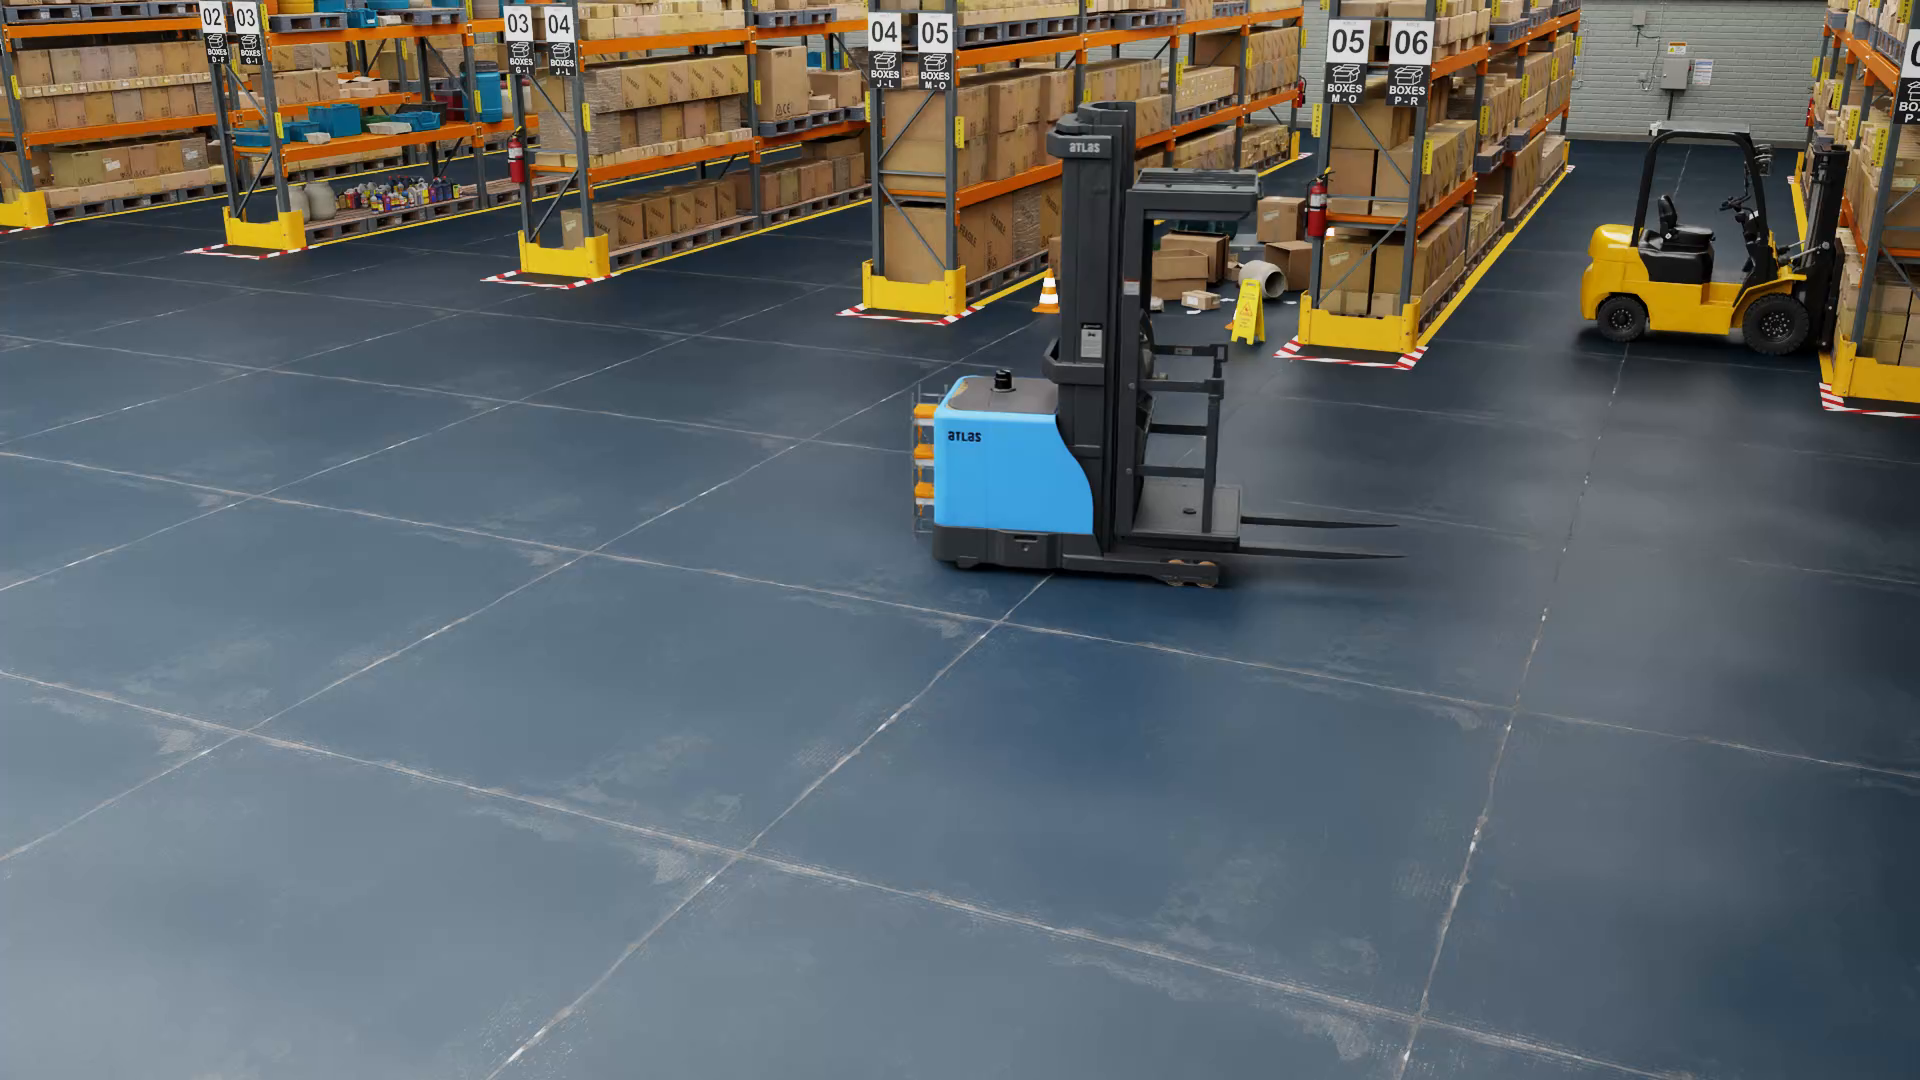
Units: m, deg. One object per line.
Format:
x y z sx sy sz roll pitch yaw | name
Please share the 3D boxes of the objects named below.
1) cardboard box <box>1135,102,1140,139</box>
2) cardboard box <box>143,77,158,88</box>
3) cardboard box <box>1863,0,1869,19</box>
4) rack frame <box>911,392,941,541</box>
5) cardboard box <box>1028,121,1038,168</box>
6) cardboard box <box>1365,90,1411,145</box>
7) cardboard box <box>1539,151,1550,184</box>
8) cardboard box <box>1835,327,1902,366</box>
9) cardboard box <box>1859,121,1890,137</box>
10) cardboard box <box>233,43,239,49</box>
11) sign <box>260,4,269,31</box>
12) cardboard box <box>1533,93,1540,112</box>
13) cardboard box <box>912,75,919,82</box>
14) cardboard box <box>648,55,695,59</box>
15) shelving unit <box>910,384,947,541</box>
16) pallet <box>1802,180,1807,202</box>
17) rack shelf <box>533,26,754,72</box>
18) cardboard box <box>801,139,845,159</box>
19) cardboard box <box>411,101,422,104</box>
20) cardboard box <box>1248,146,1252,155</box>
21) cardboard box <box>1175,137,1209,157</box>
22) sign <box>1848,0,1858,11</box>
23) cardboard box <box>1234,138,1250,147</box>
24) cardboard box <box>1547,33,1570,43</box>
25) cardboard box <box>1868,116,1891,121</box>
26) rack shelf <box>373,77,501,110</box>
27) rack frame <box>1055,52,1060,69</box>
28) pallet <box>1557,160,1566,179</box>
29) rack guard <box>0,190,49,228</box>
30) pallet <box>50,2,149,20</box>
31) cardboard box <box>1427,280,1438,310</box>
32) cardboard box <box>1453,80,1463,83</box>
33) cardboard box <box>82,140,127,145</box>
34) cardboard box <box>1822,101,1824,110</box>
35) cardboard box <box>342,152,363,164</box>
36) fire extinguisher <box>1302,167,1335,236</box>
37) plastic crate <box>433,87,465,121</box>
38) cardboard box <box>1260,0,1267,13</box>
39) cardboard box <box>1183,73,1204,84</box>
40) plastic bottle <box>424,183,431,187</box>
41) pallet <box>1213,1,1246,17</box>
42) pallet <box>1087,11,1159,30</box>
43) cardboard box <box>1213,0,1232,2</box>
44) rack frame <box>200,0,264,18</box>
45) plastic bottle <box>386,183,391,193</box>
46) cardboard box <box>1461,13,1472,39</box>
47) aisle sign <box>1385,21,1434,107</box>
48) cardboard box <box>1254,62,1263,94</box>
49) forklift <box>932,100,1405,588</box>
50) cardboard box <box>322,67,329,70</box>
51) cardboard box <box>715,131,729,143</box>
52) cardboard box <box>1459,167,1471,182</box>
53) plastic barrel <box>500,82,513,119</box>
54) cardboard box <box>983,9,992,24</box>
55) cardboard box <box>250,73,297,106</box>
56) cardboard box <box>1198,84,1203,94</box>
2.211 -5.898 23.427 0.500 0.500 0.500 9 21 24 | cardboard box
-12.828 -7.189 26.090 0.380 0.149 0.250 9 22 24 | cardboard box
10.918 -6.366 19.490 0.500 0.500 0.500 9 22 24 | cardboard box
-0.227 -0.485 11.264 0.200 1.050 0.008 3 20 9 | rack frame
0.456 -4.901 20.550 0.875 0.550 0.550 9 21 23 | cardboard box
4.272 -4.392 17.257 0.700 0.500 0.500 9 21 23 | cardboard box
9.317 -6.230 27.708 0.875 0.438 0.875 8 21 22 | cardboard box
8.482 -1.803 15.540 0.500 0.250 0.500 9 21 23 | cardboard box
9.815 -4.373 17.727 0.380 0.149 0.250 9 21 24 | cardboard box
-14.633 -10.056 33.526 0.500 0.250 0.500 8 21 22 | cardboard box
-9.011 -6.774 21.550 0.100 0.325 0.005 9 21 23 | sign
8.405 -6.587 24.992 0.500 0.250 0.500 9 21 24 | cardboard box
-0.854 -7.673 28.417 0.500 0.500 0.500 8 21 22 | cardboard box
-3.974 -6.379 22.844 0.500 0.500 0.500 9 21 23 | cardboard box
-0.206 -0.525 11.377 0.215 1.050 0.252 3 20 9 | shelving unit
14.273 -5.652 27.048 1.003 0.211 1.213 9 21 23 | pallet
-4.174 -6.439 21.696 1.077 0.370 4.000 9 21 23 | rack shelf
-2.172 -6.210 26.408 0.500 0.250 0.500 11 22 29 | cardboard box
-12.815 -10.005 38.230 0.700 0.500 0.500 9 22 24 | cardboard box
5.047 -7.023 29.925 0.380 0.149 0.250 7 21 20 | cardboard box
3.692 -6.343 26.813 0.500 0.250 0.500 9 21 23 | cardboard box
11.360 -6.891 21.122 0.100 0.325 0.005 9 21 23 | sign
4.960 -7.083 29.647 0.380 0.149 0.250 8 21 22 | cardboard box
10.384 -8.729 28.927 0.380 0.149 0.250 9 22 24 | cardboard box
10.918 -4.966 19.840 0.380 0.149 0.250 9 21 23 | cardboard box
-9.934 -8.832 32.900 1.077 0.370 4.000 9 21 23 | rack shelf
1.559 -9.645 34.112 1.000 3.000 0.127 9 21 23 | rack frame
10.344 -6.716 30.038 1.003 0.211 1.213 9 21 23 | pallet
-14.039 -4.929 24.582 1.175 0.500 0.348 9 21 23 | rack guard
-13.217 -8.073 25.347 1.003 0.211 1.213 9 21 23 | pallet
4.847 -2.660 17.948 0.500 0.250 0.500 9 22 25 | cardboard box
6.722 -5.958 22.527 0.500 0.500 0.500 10 22 25 | cardboard box
-13.479 -6.035 26.319 0.500 0.500 0.500 9 21 23 | cardboard box
12.573 -6.145 23.844 0.396 0.266 0.258 10 22 25 | cardboard box
-11.162 -6.956 30.029 0.500 0.250 0.500 9 22 24 | cardboard box
3.581 -3.386 16.628 0.296 0.674 0.183 9 21 23 | fire extinguisher
-7.954 -6.876 26.232 0.402 0.464 0.583 9 21 23 | plastic crate
5.032 -9.313 28.926 0.500 0.250 0.500 8 21 22 | cardboard box
3.670 -7.364 26.560 0.380 0.149 0.250 9 22 24 | cardboard box
-8.098 -5.298 25.297 0.152 0.276 0.135 9 21 23 | plastic bottle
4.055 -8.861 27.713 1.213 0.211 1.003 9 21 23 | pallet
2.096 -7.266 23.228 1.003 0.211 1.213 10 22 25 | pallet
4.149 -9.268 27.800 0.700 0.500 0.500 9 21 23 | cardboard box
-9.511 -8.260 21.265 1.000 3.000 0.127 9 21 23 | rack frame
-8.686 -5.280 25.255 0.097 0.271 0.097 0 20 0 | plastic bottle
5.129 -5.462 17.653 0.500 0.250 0.500 9 21 24 | cardboard box
4.306 -4.557 15.927 0.394 0.787 0.004 9 21 23 | aisle sign
5.034 -8.167 29.363 0.500 0.500 0.500 9 21 23 | cardboard box
1.383 -1.268 10.660 3.031 2.935 1.130 3 20 9 | forklift
-13.745 -10.056 35.615 0.380 0.149 0.250 9 22 24 | cardboard box
-3.443 -5.609 23.138 0.380 0.149 0.250 9 21 23 | cardboard box
5.737 -4.281 19.405 0.380 0.149 0.250 9 22 24 | cardboard box
-7.282 -6.982 26.423 0.433 0.535 0.433 0 20 0 | plastic barrel
0.131 -5.797 18.416 0.380 0.149 0.250 9 21 23 | cardboard box
-11.846 -7.778 28.712 0.500 0.500 0.500 10 22 27 | cardboard box
3.674 -7.221 26.602 0.380 0.149 0.250 8 21 22 | cardboard box
